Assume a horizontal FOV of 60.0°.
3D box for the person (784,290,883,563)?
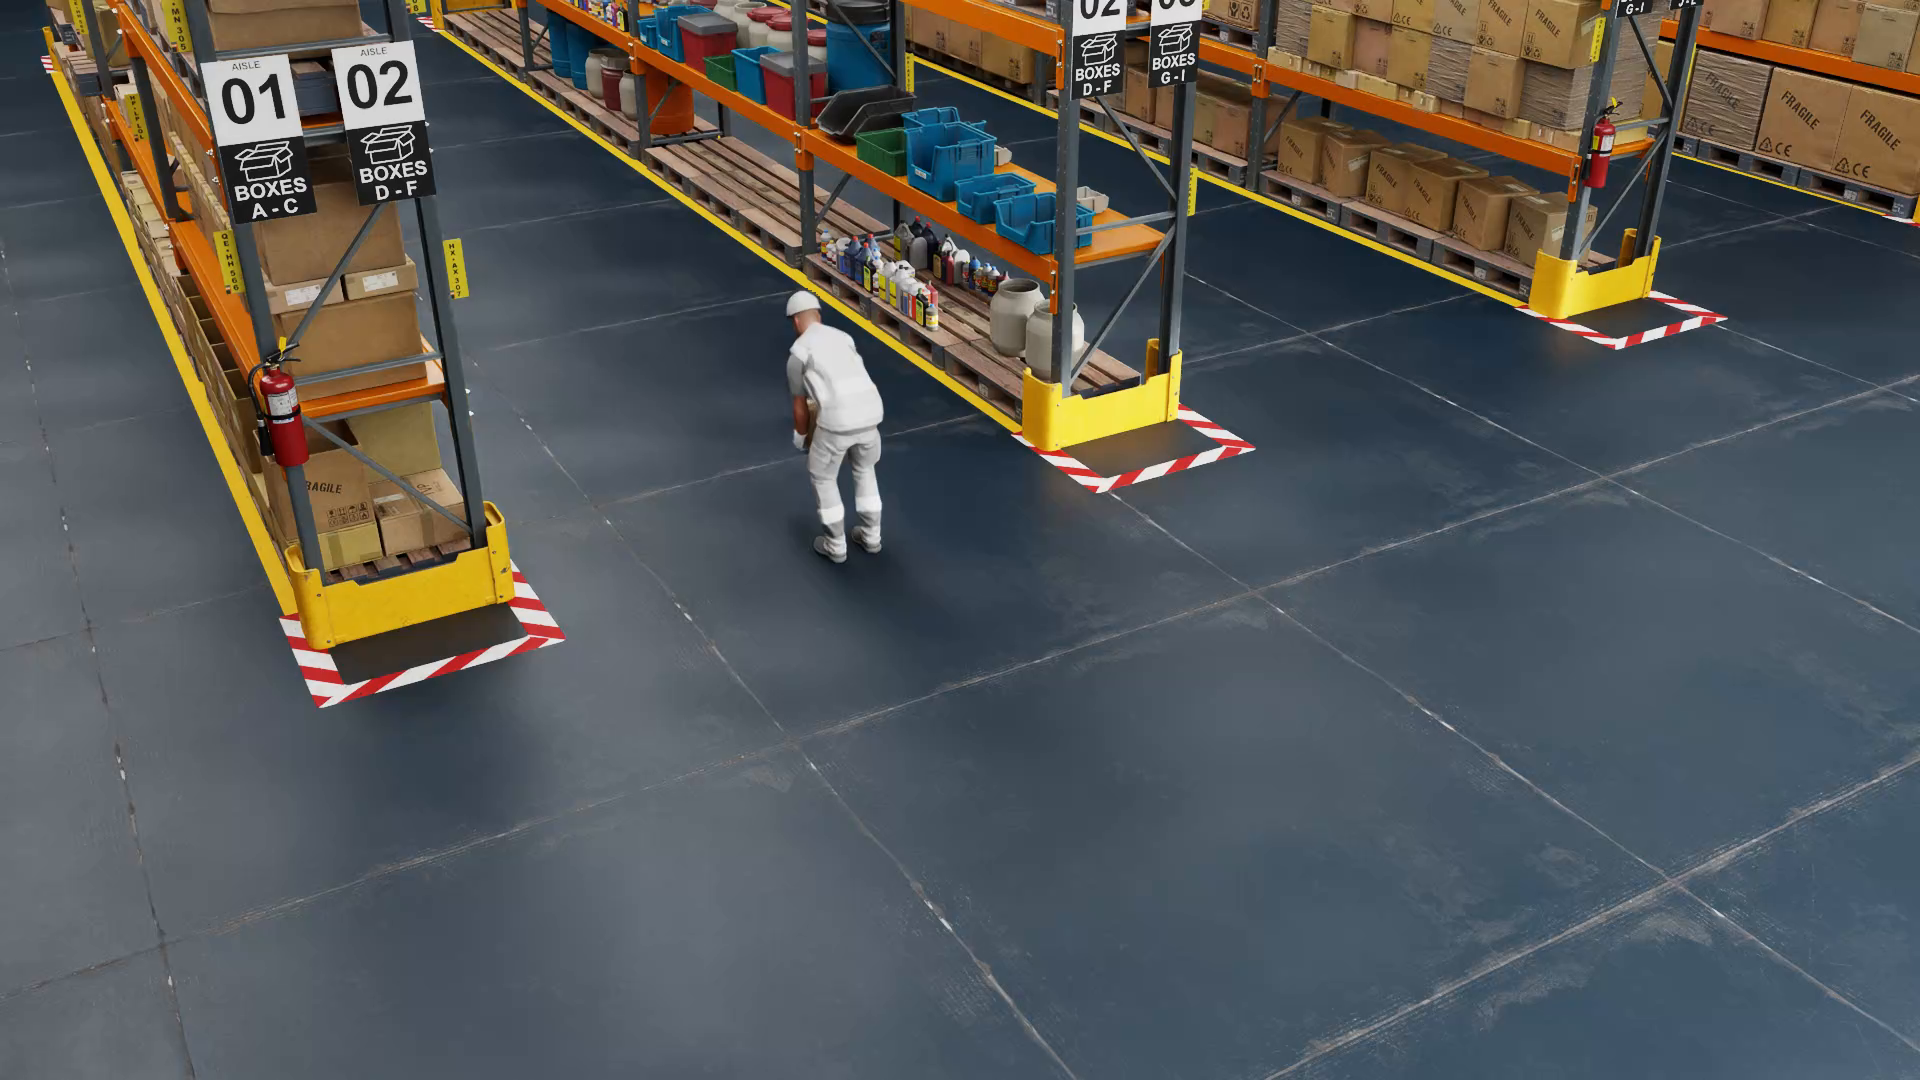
[{"bbox_3d":[-0.787,-0.694,10.063,0.483,1.540,0.816,-16,33,-27],"label":"person"}]
